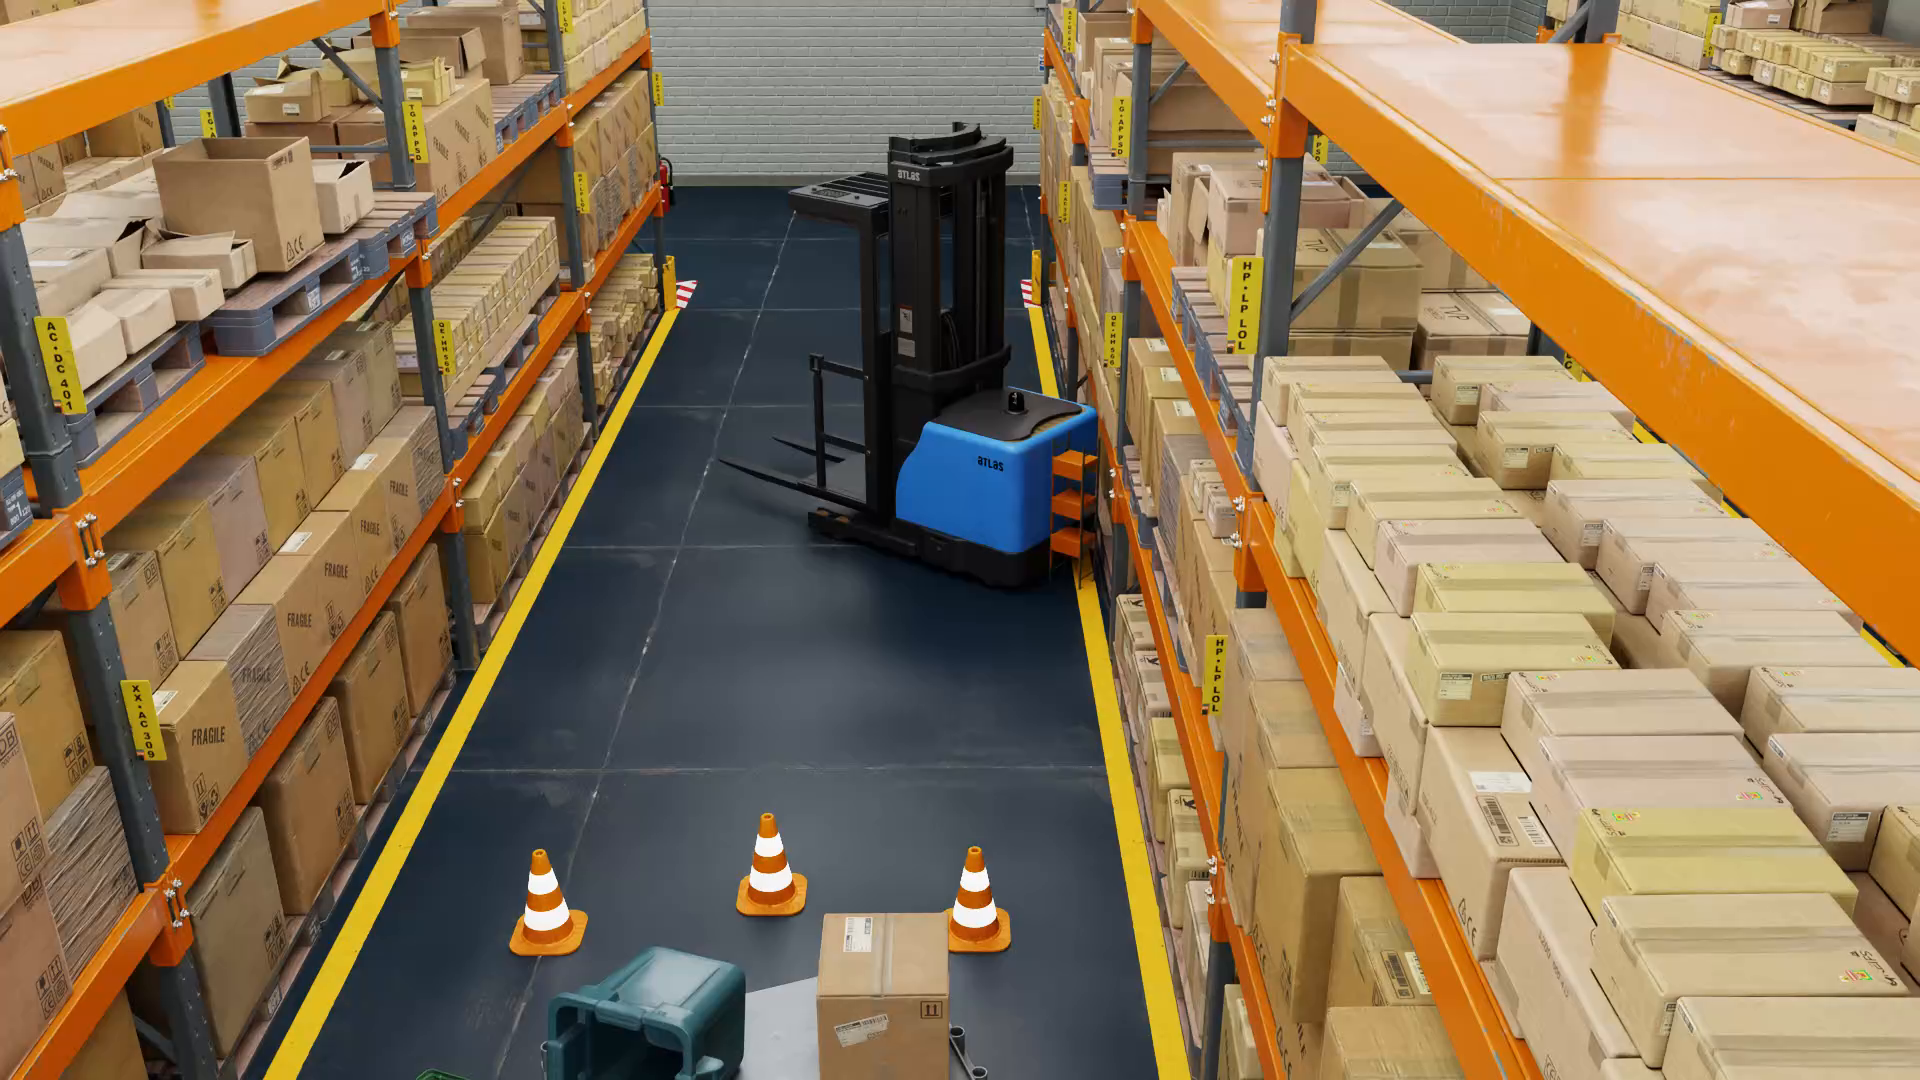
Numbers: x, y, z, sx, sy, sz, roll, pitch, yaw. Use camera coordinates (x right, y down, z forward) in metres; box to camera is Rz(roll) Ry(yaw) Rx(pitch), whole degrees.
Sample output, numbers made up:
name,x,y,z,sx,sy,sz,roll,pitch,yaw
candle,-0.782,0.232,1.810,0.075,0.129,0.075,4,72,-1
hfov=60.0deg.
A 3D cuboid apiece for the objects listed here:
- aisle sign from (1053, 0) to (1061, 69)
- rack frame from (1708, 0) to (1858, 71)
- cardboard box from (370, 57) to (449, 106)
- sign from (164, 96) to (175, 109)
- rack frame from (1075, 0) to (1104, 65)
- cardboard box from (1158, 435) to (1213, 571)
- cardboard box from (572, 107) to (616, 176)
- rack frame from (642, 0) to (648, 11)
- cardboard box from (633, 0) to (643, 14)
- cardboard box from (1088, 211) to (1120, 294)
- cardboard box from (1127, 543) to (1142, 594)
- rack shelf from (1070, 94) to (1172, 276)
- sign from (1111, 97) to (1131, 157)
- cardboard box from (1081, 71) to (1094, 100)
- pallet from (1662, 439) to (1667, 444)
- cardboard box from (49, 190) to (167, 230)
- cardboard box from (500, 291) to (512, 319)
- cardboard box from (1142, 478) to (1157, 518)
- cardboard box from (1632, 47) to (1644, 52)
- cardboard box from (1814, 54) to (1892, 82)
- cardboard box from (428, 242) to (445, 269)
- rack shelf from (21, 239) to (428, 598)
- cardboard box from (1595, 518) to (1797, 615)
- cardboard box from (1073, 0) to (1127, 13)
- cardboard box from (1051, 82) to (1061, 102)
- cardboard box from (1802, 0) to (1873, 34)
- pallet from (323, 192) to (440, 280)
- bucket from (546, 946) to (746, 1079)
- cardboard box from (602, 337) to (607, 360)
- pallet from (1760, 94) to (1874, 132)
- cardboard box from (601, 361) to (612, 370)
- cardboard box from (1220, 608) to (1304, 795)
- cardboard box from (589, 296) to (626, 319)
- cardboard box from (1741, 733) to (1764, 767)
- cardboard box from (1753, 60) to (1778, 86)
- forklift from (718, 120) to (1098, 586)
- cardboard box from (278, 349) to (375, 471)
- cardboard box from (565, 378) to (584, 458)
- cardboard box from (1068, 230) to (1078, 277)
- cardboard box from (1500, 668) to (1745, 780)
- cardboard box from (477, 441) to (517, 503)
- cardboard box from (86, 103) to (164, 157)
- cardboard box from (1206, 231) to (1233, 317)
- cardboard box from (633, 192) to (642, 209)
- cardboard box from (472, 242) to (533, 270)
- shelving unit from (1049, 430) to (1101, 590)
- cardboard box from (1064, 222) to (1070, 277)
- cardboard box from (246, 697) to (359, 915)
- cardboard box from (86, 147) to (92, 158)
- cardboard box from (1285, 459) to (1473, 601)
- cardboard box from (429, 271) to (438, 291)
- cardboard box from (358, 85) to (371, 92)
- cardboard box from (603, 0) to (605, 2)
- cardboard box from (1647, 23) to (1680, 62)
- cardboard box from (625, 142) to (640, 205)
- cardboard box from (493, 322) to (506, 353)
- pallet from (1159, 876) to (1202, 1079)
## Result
name,x,y,z,sx,sy,sz,roll,pitch,yaw
aisle sign,1.065,-5.144,16.711,0.394,0.787,0.004,0,24,-1
rack frame,6.362,-5.040,12.357,1.000,3.000,0.127,0,24,-1
cardboard box,-3.240,-2.712,9.799,0.396,0.266,0.258,0,24,-1
sign,-8.011,-4.518,16.791,0.100,0.325,0.005,0,24,-1
rack frame,1.399,-5.016,12.304,1.000,3.000,0.127,0,24,-1
cardboard box,1.239,-0.181,7.901,0.500,0.500,0.500,-1,24,-3
cardboard box,-3.306,-3.464,14.456,0.500,0.500,0.500,0,24,0
rack frame,-3.593,-6.600,15.807,1.000,3.000,0.127,0,24,-1
cardboard box,-3.334,-5.204,15.936,0.500,0.250,0.500,-1,24,-2
cardboard box,1.165,-1.972,11.519,0.500,0.500,0.500,-1,24,-1
cardboard box,1.518,-0.143,10.877,0.875,0.875,0.875,0,24,-1
rack shelf,1.421,-2.497,11.248,1.077,0.370,4.000,0,24,-1
sign,0.888,-2.274,9.157,0.100,0.325,0.005,0,24,-1
cardboard box,1.063,-3.211,11.727,0.380,0.166,0.250,-2,24,-4
pallet,6.409,-0.701,13.427,1.003,0.211,1.213,0,24,-1
cardboard box,-3.707,-1.416,7.462,0.500,0.311,0.500,-1,24,-1
cardboard box,-3.333,-1.625,11.520,0.380,0.149,0.250,1,24,1
cardboard box,1.169,-0.233,8.805,0.380,0.149,0.250,0,24,0
cardboard box,6.089,-4.232,14.516,0.380,0.149,0.250,0,24,0
cardboard box,6.003,-3.172,11.179,0.380,0.149,0.250,0,24,0
cardboard box,-3.996,-2.079,12.163,0.380,0.149,0.250,-1,24,-1
rack shelf,-3.484,-0.785,7.462,1.077,0.370,4.000,0,24,-1
cardboard box,1.790,0.062,4.053,0.380,0.149,0.250,0,24,0
cardboard box,1.352,-4.489,14.022,0.797,0.503,0.637,2,24,4
cardboard box,1.066,-4.256,15.782,0.380,0.149,0.250,-1,24,-2
cardboard box,6.470,-3.885,12.254,0.396,0.266,0.258,0,24,-1
pallet,-3.446,-1.586,8.589,1.213,0.211,1.003,1,24,2
bucket,-1.155,1.922,6.370,0.726,0.611,0.620,8,16,18
cardboard box,-3.365,-1.713,14.869,0.380,0.149,0.250,-1,24,-3
pallet,6.314,-2.891,11.474,1.213,0.211,1.003,0,24,-1
cardboard box,-3.290,-1.474,14.703,0.380,0.149,0.250,0,24,-1
cardboard box,1.274,0.560,5.560,0.700,0.500,0.500,-1,24,-1
cardboard box,-3.338,-2.169,15.517,0.380,0.149,0.250,0,24,0
cardboard box,1.765,0.600,3.349,0.500,0.250,0.500,0,24,1
cardboard box,5.954,-3.355,11.946,0.380,0.149,0.250,0,24,0
forklift,-0.496,-1.494,11.881,3.031,2.935,1.130,18,30,34
cardboard box,-3.504,-0.678,8.658,0.700,0.500,0.500,-1,24,-1
cardboard box,-3.290,-0.967,13.156,0.500,0.500,0.500,-1,24,-2
cardboard box,1.122,-2.259,13.064,0.500,0.250,0.500,-1,24,-2
cardboard box,1.322,0.384,3.342,0.380,0.149,0.250,-1,24,-2
cardboard box,-3.277,-0.459,11.121,0.500,0.250,0.500,-1,24,-1
cardboard box,-8.286,-4.096,16.460,0.500,0.500,0.500,0,24,0
cardboard box,1.330,-1.134,7.034,0.500,0.250,0.500,0,24,0
cardboard box,-3.298,-3.308,16.113,0.380,0.149,0.250,0,24,1
cardboard box,-3.342,-2.077,12.158,0.380,0.149,0.250,0,24,-1
shelving unit,0.778,-0.200,11.302,0.252,1.050,0.215,18,30,34
cardboard box,1.138,-2.518,13.940,0.500,0.500,0.500,0,24,0
cardboard box,-3.566,1.259,7.931,1.050,0.750,0.750,0,24,-1
cardboard box,-8.819,-3.754,16.616,0.500,0.250,0.500,-1,24,-2
cardboard box,1.232,-0.025,4.730,0.500,0.250,0.500,0,24,-1
cardboard box,-3.989,-1.835,11.985,0.380,0.149,0.250,1,24,2
cardboard box,-3.786,-2.629,10.545,0.500,0.500,0.500,0,24,-1
cardboard box,-3.301,-4.805,14.569,0.380,0.149,0.250,-1,24,-2
cardboard box,6.091,-4.152,13.855,0.500,0.250,0.500,-1,24,-2
cardboard box,-3.315,-3.443,15.623,0.500,0.500,0.500,0,24,0
cardboard box,-3.325,-1.379,11.337,0.380,0.149,0.250,0,24,0
pallet,1.476,1.964,7.535,1.003,0.211,1.213,0,24,-1
